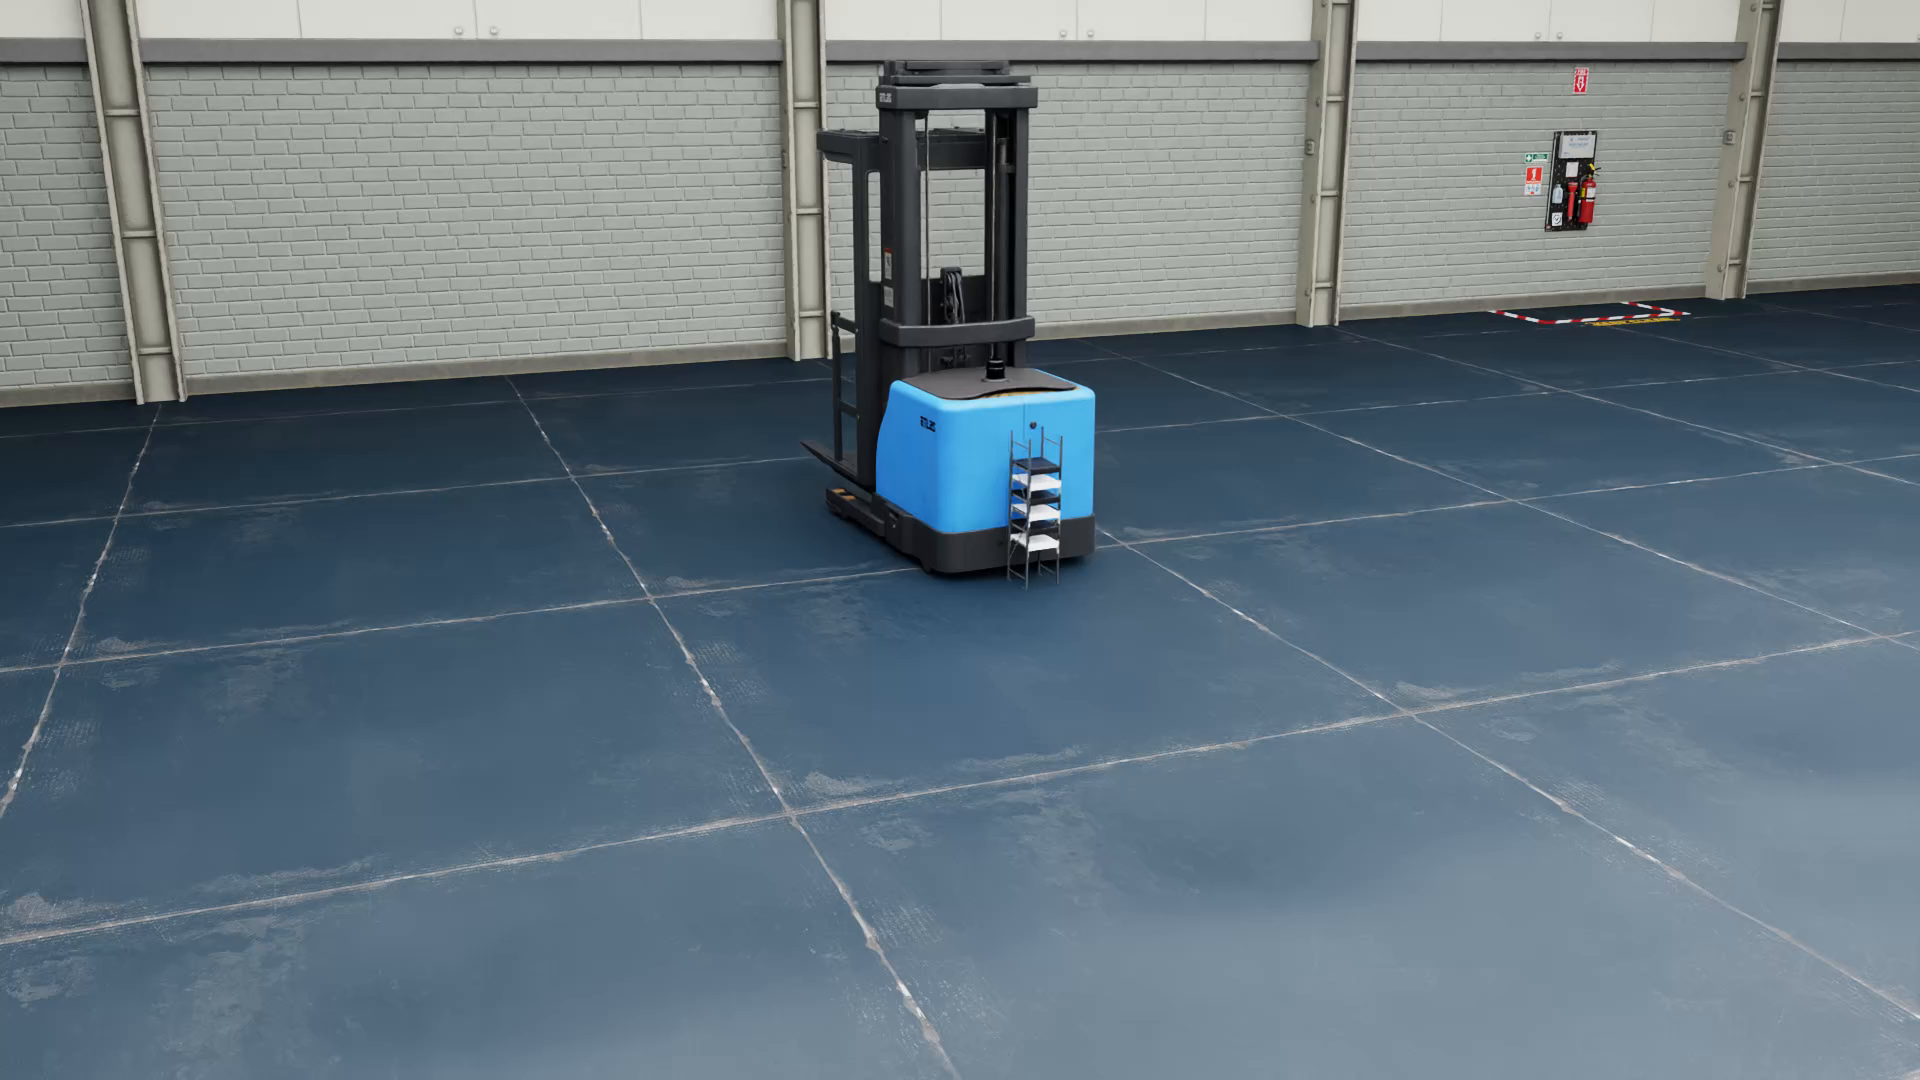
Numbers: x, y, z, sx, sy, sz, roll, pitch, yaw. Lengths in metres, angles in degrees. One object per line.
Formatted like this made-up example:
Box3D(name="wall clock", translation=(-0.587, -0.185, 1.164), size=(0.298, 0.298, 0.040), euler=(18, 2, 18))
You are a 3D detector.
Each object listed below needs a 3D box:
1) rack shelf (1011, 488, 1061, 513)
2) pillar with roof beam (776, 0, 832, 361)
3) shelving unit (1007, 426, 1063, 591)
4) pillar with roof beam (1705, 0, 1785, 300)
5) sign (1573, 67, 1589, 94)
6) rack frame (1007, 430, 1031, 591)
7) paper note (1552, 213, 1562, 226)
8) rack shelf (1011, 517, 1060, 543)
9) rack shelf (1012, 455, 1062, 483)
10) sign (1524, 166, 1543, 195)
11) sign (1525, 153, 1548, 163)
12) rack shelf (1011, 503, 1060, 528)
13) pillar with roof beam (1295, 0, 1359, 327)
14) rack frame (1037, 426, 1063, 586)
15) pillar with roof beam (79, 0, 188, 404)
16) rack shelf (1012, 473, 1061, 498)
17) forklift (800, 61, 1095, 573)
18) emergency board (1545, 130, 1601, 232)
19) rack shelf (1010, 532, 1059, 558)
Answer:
Box3D(name="rack shelf", translation=(0.431, -0.237, 9.593), size=(0.200, 0.077, 0.258), euler=(-8, 20, -25))
Box3D(name="pillar with roof beam", translation=(0.010, -5.046, 11.811), size=(0.400, 9.000, 9.100), euler=(-6, 17, -20))
Box3D(name="shelving unit", translation=(0.430, -0.183, 9.610), size=(0.210, 0.900, 0.258), euler=(-8, 20, -25))
Box3D(name="pillar with roof beam", translation=(11.215, -6.256, 15.931), size=(0.400, 9.000, 9.100), euler=(-6, 17, -20))
Box3D(name="sign", translation=(7.311, -5.409, 19.579), size=(0.199, 0.298, 0.001), euler=(-6, 17, -20))
Box3D(name="rack frame", translation=(0.339, -0.170, 9.567), size=(0.006, 0.900, 0.240), euler=(-8, 20, -25))
Box3D(name="paper note", translation=(7.164, -3.849, 19.945), size=(0.142, 0.148, 0.016), euler=(-6, 17, -20))
Box3D(name="rack shelf", translation=(0.429, -0.066, 9.648), size=(0.200, 0.077, 0.258), euler=(-8, 20, -25))
Box3D(name="rack shelf", translation=(0.434, -0.408, 9.537), size=(0.200, 0.077, 0.258), euler=(-8, 20, -25))
Box3D(name="sign", translation=(6.800, -4.260, 19.717), size=(0.234, 0.329, 0.001), euler=(-6, 17, -20))
Box3D(name="sign", translation=(6.808, -4.512, 19.636), size=(0.331, 0.109, 0.001), euler=(-6, 17, -20))
Box3D(name="rack shelf", translation=(0.430, -0.152, 9.620), size=(0.200, 0.077, 0.258), euler=(-8, 20, -25))
Box3D(name="pillar with roof beam", translation=(5.613, -5.651, 13.871), size=(0.400, 9.000, 9.100), euler=(-6, 17, -20))
Box3D(name="rack frame", translation=(0.522, -0.196, 9.653), size=(0.006, 0.900, 0.240), euler=(-8, 20, -25))
Box3D(name="pillar with roof beam", translation=(-5.593, -4.441, 9.751), size=(0.400, 9.000, 9.100), euler=(-6, 17, -20))
Box3D(name="rack shelf", translation=(0.432, -0.323, 9.565), size=(0.200, 0.077, 0.258), euler=(-8, 20, -25))
Box3D(name="forklift", translation=(-0.253, -1.584, 10.791), size=(1.130, 2.935, 3.031), euler=(-7, 18, -23))
Box3D(name="emergency board", translation=(7.354, -4.271, 19.819), size=(0.643, 1.169, 0.194), euler=(-6, 17, -20))
Box3D(name="rack shelf", translation=(0.428, 0.020, 9.676), size=(0.200, 0.077, 0.258), euler=(-8, 20, -25))
